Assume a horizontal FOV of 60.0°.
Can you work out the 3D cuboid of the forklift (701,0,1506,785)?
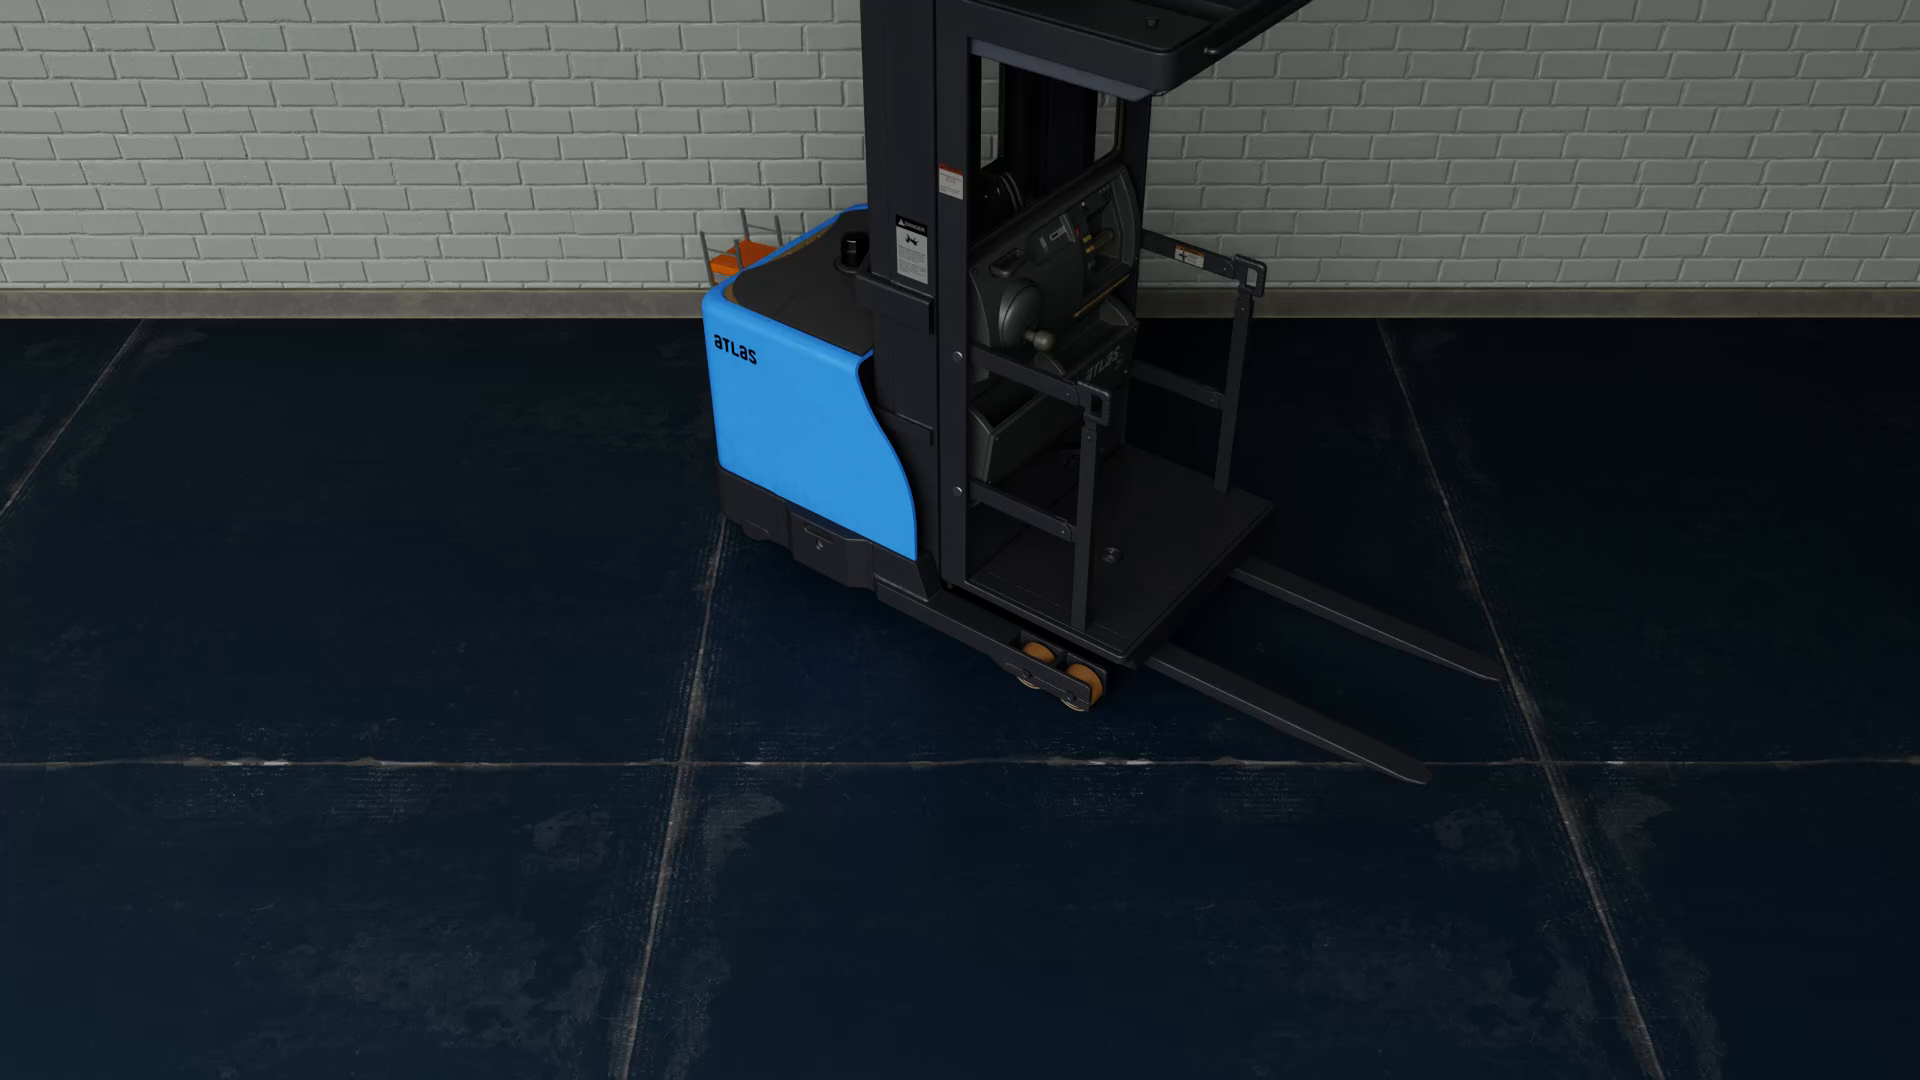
[{"bbox_3d":[0.502,-0.909,5.540,3.031,2.935,1.130,25,45,28],"label":"forklift"}]

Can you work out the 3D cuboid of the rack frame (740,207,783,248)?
[{"bbox_3d":[-0.765,-0.897,7.014,0.200,1.050,0.008,18,42,31],"label":"rack frame"}]

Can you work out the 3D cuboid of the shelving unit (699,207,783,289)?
[{"bbox_3d":[-0.835,-0.834,6.936,0.215,1.050,0.252,18,42,31],"label":"shelving unit"}]

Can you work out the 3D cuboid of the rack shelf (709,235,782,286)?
[{"bbox_3d":[-0.860,-1.057,6.780,0.215,0.259,0.240,18,42,31],"label":"rack shelf"}]

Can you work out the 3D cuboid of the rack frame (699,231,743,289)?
[{"bbox_3d":[-0.906,-0.772,6.858,0.200,1.050,0.008,18,42,31],"label":"rack frame"}]
